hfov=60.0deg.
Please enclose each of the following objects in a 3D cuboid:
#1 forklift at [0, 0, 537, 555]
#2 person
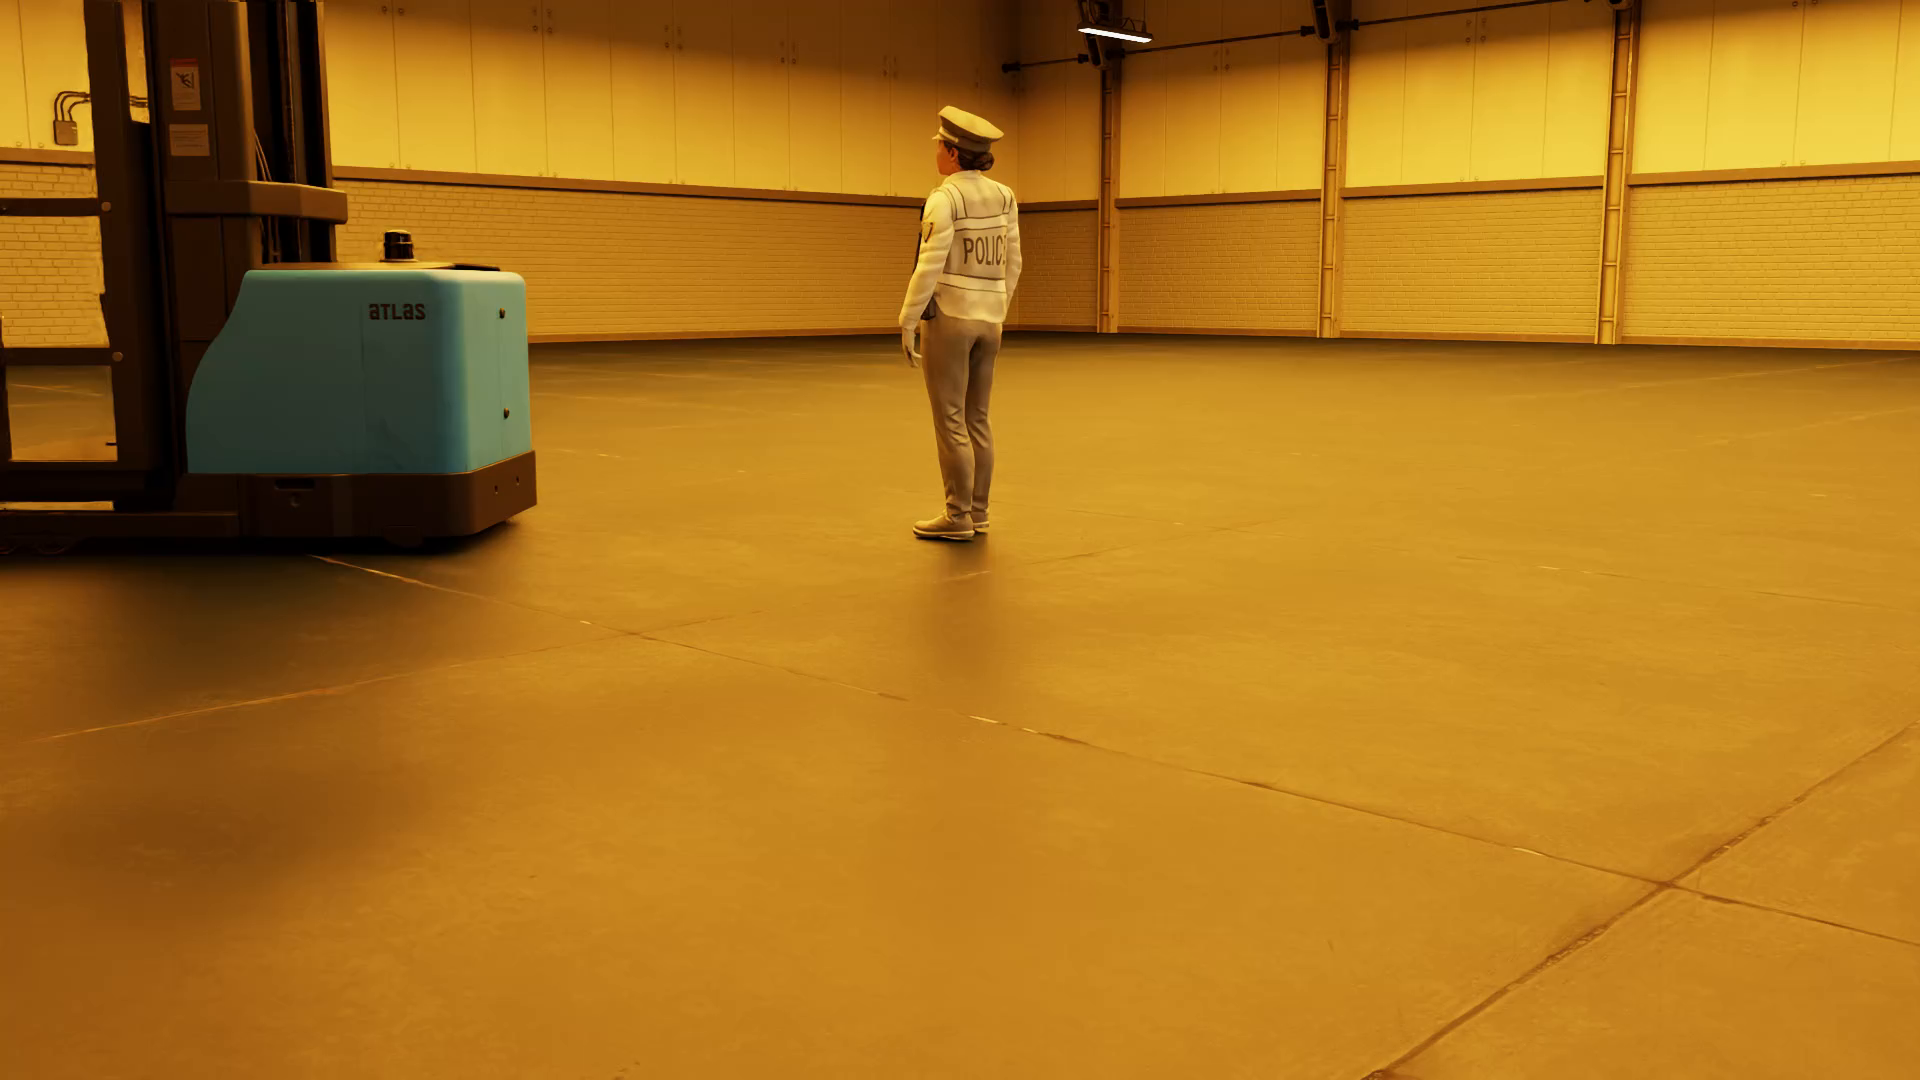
[{"bbox_3d":[-3.368,-1.472,6.648,3.031,2.935,1.130,0,9,1],"label":"forklift"},{"bbox_3d":[-0.044,-0.853,6.641,0.534,1.696,0.587,8,12,43],"label":"person"}]
